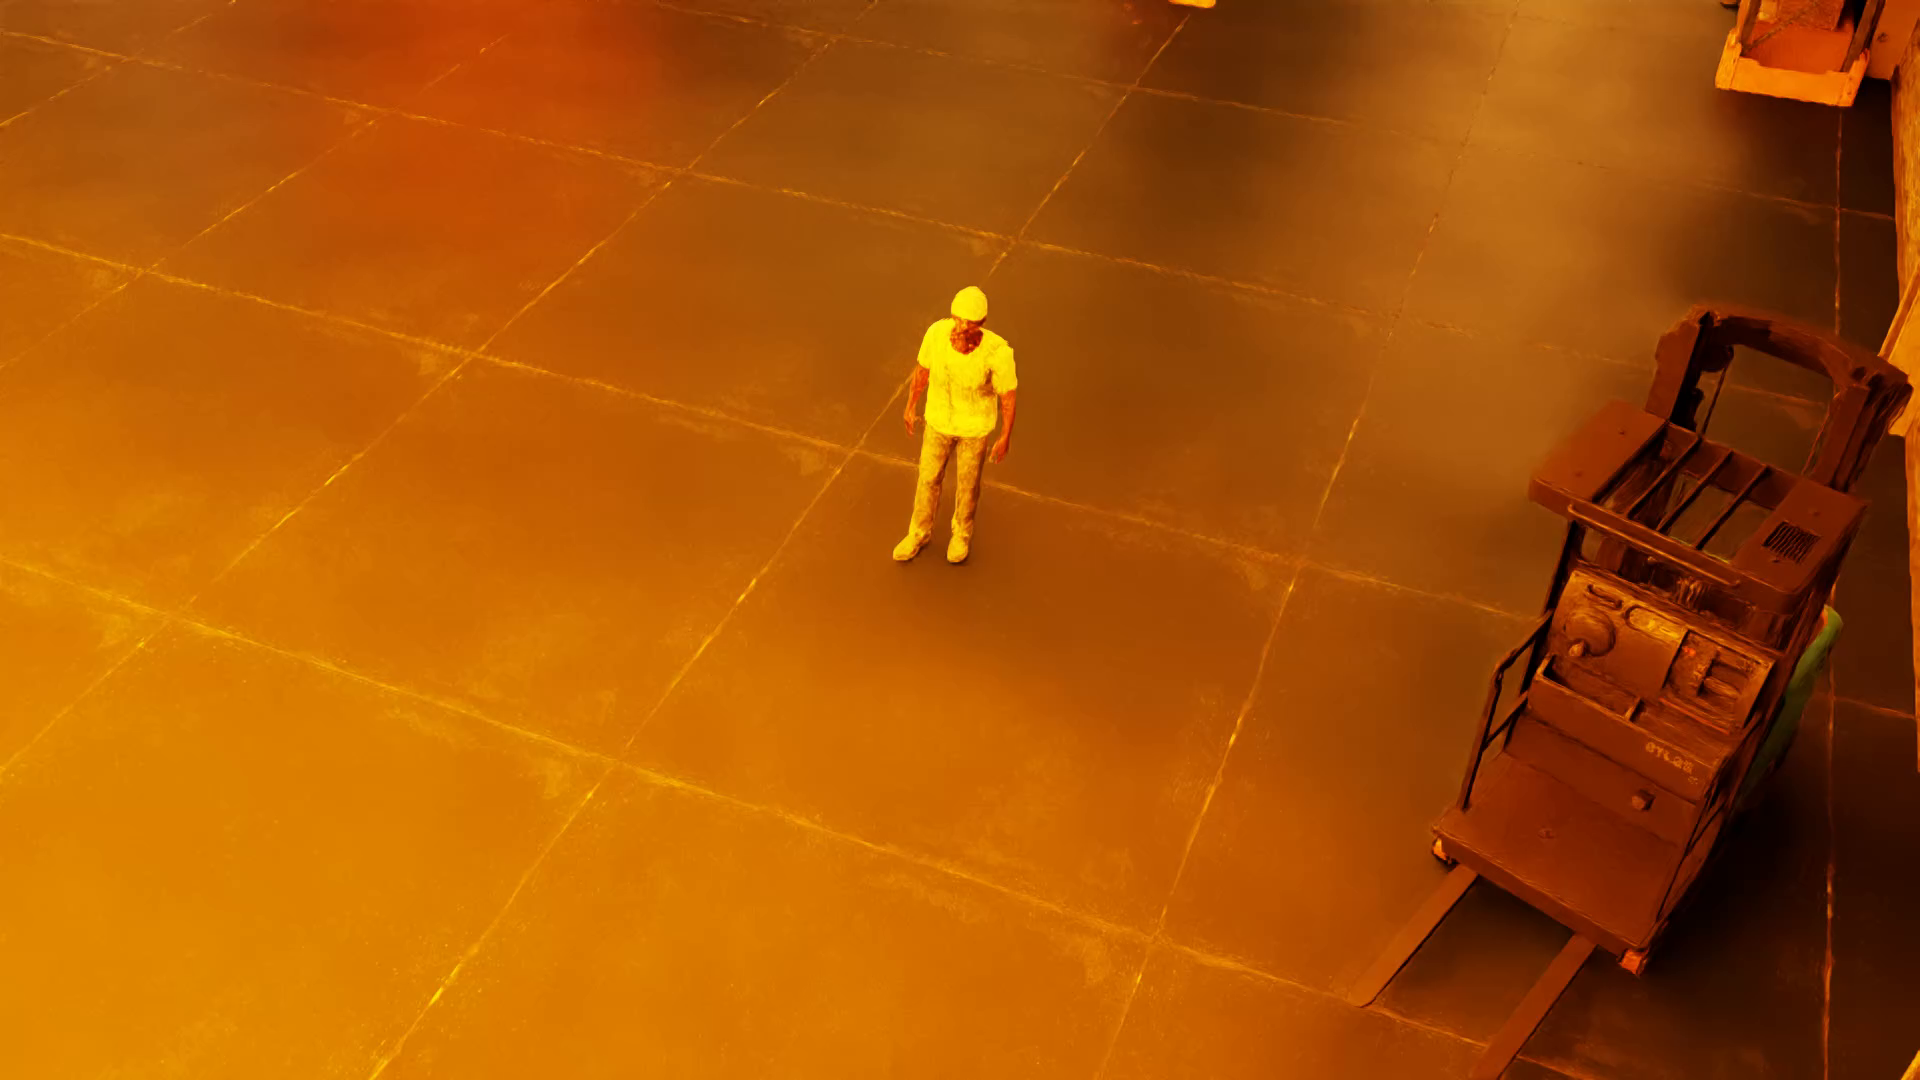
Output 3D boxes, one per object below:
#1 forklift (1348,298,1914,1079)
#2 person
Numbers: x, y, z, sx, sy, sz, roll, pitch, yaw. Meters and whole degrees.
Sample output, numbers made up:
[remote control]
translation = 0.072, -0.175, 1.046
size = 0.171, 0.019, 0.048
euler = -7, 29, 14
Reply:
[forklift]
translation = 3.006, 0.545, 7.355
size = 1.130, 2.935, 3.031
euler = 30, 49, 31
[person]
translation = -0.032, -0.643, 9.671
size = 0.665, 1.766, 0.576
euler = 15, 42, 17
